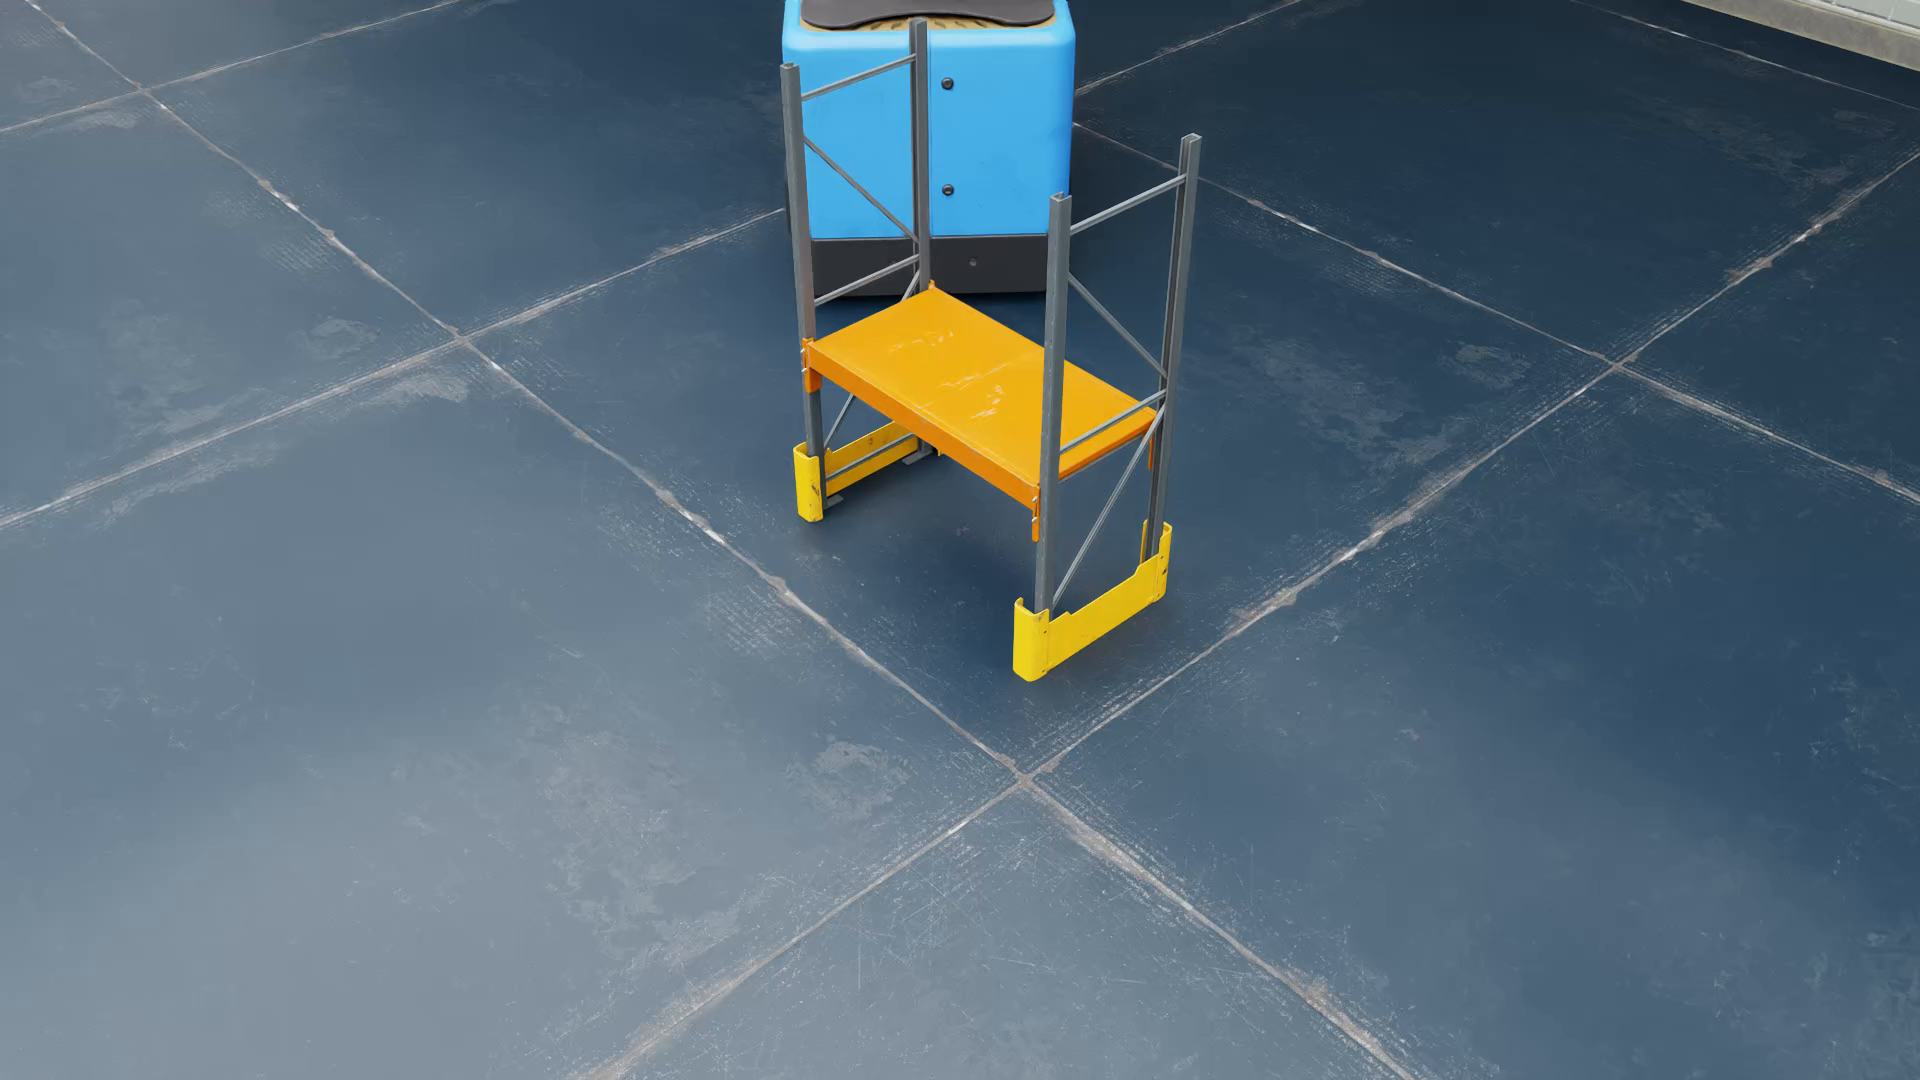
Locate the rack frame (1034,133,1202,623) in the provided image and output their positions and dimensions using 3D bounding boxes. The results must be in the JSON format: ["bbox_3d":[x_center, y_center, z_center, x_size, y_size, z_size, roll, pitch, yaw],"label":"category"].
[{"bbox_3d":[0.402,-0.309,4.439,0.500,1.500,0.032,-30,48,-32],"label":"rack frame"}]

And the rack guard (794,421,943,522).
[{"bbox_3d":[-0.285,-0.292,5.413,0.587,0.250,0.087,-30,48,-32],"label":"rack guard"}]

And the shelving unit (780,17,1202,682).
[{"bbox_3d":[0.052,-0.548,4.735,0.587,1.500,1.083,-30,48,-32],"label":"shelving unit"}]

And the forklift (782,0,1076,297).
[{"bbox_3d":[-0.174,-2.963,6.585,1.130,2.935,3.031,-2,39,-2],"label":"forklift"}]

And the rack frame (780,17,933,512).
[{"bbox_3d":[-0.286,-0.779,5.021,0.500,1.500,0.032,-30,48,-32],"label":"rack frame"}]

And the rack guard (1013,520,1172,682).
[{"bbox_3d":[0.388,0.169,4.842,0.587,0.250,0.087,-30,48,-32],"label":"rack guard"}]

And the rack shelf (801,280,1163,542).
[{"bbox_3d":[0.058,-0.404,4.843,0.538,0.185,1.000,-30,48,-32],"label":"rack shelf"}]
